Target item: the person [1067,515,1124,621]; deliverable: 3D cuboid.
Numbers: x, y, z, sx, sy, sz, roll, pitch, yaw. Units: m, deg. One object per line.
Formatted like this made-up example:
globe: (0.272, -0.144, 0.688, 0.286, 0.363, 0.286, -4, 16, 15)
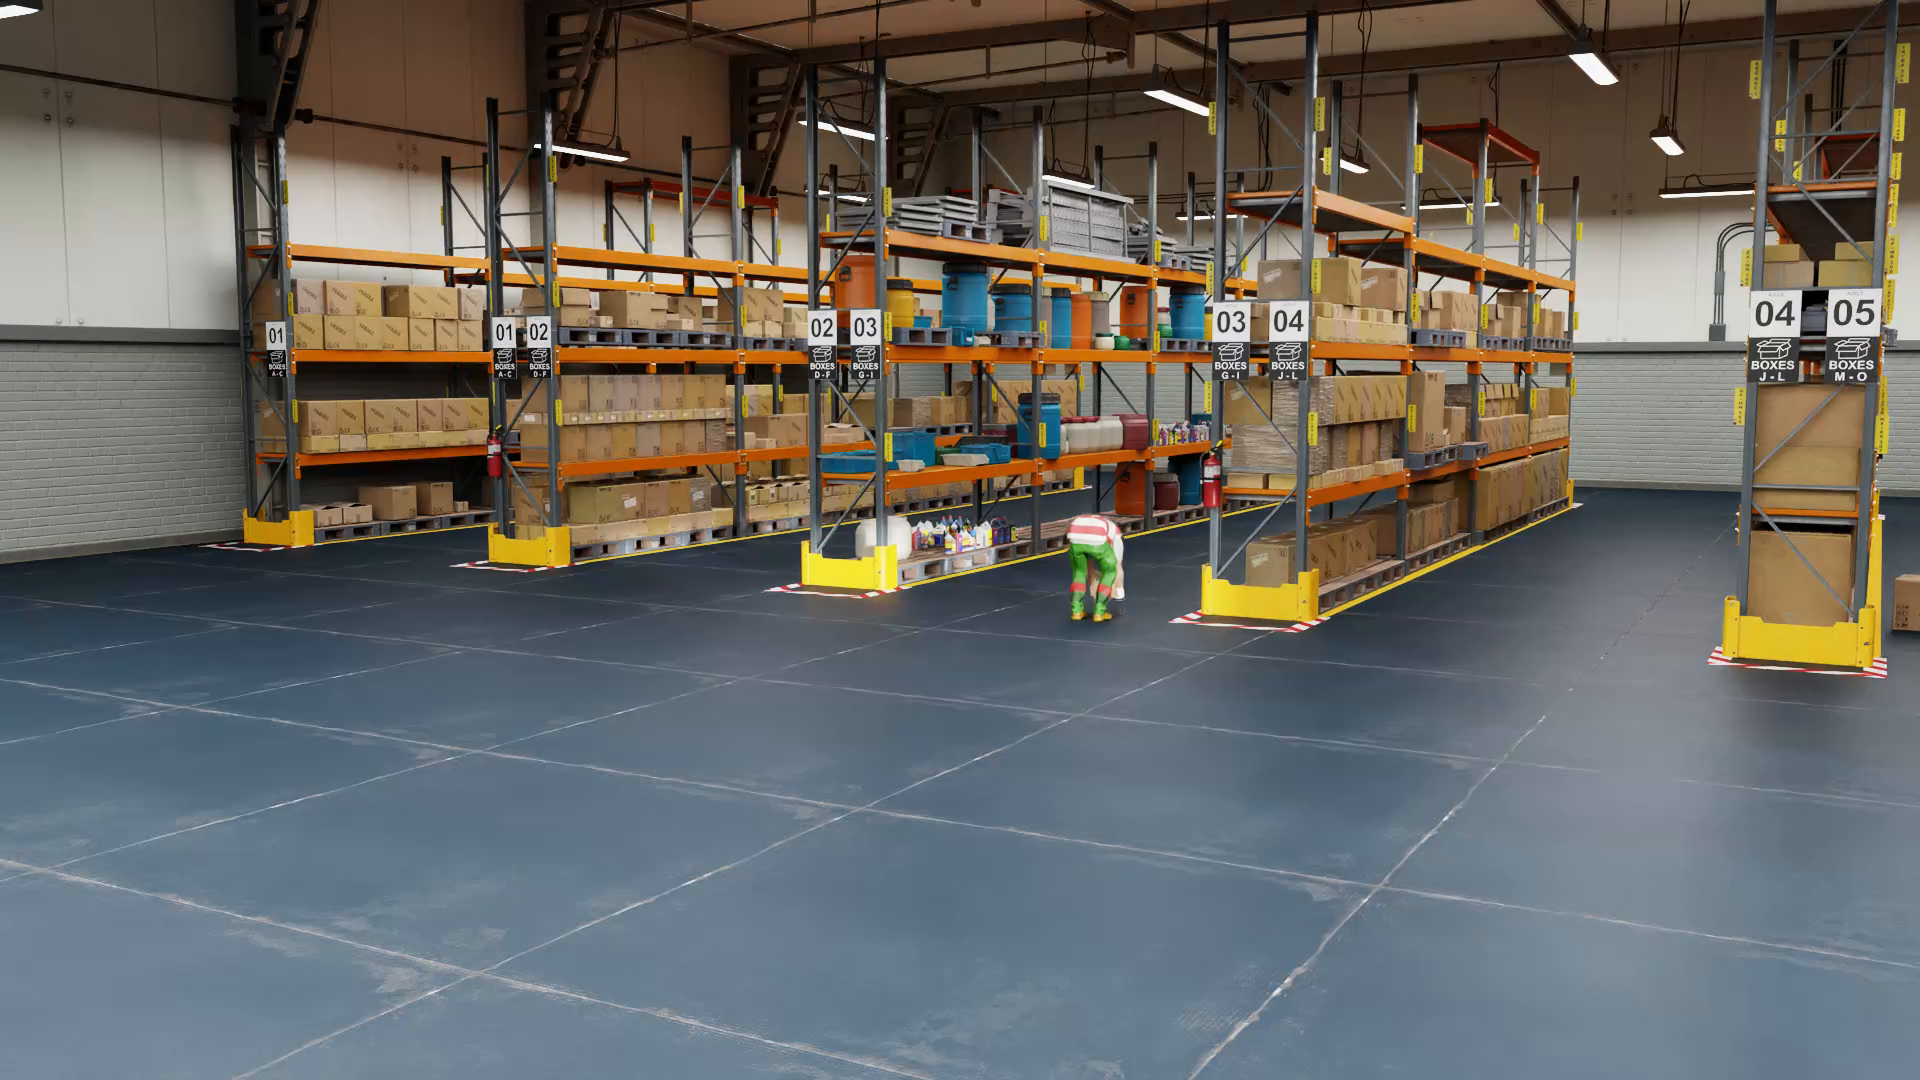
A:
person: (1.413, 0.256, 17.007, 0.517, 1.060, 0.962, 3, 7, 26)
